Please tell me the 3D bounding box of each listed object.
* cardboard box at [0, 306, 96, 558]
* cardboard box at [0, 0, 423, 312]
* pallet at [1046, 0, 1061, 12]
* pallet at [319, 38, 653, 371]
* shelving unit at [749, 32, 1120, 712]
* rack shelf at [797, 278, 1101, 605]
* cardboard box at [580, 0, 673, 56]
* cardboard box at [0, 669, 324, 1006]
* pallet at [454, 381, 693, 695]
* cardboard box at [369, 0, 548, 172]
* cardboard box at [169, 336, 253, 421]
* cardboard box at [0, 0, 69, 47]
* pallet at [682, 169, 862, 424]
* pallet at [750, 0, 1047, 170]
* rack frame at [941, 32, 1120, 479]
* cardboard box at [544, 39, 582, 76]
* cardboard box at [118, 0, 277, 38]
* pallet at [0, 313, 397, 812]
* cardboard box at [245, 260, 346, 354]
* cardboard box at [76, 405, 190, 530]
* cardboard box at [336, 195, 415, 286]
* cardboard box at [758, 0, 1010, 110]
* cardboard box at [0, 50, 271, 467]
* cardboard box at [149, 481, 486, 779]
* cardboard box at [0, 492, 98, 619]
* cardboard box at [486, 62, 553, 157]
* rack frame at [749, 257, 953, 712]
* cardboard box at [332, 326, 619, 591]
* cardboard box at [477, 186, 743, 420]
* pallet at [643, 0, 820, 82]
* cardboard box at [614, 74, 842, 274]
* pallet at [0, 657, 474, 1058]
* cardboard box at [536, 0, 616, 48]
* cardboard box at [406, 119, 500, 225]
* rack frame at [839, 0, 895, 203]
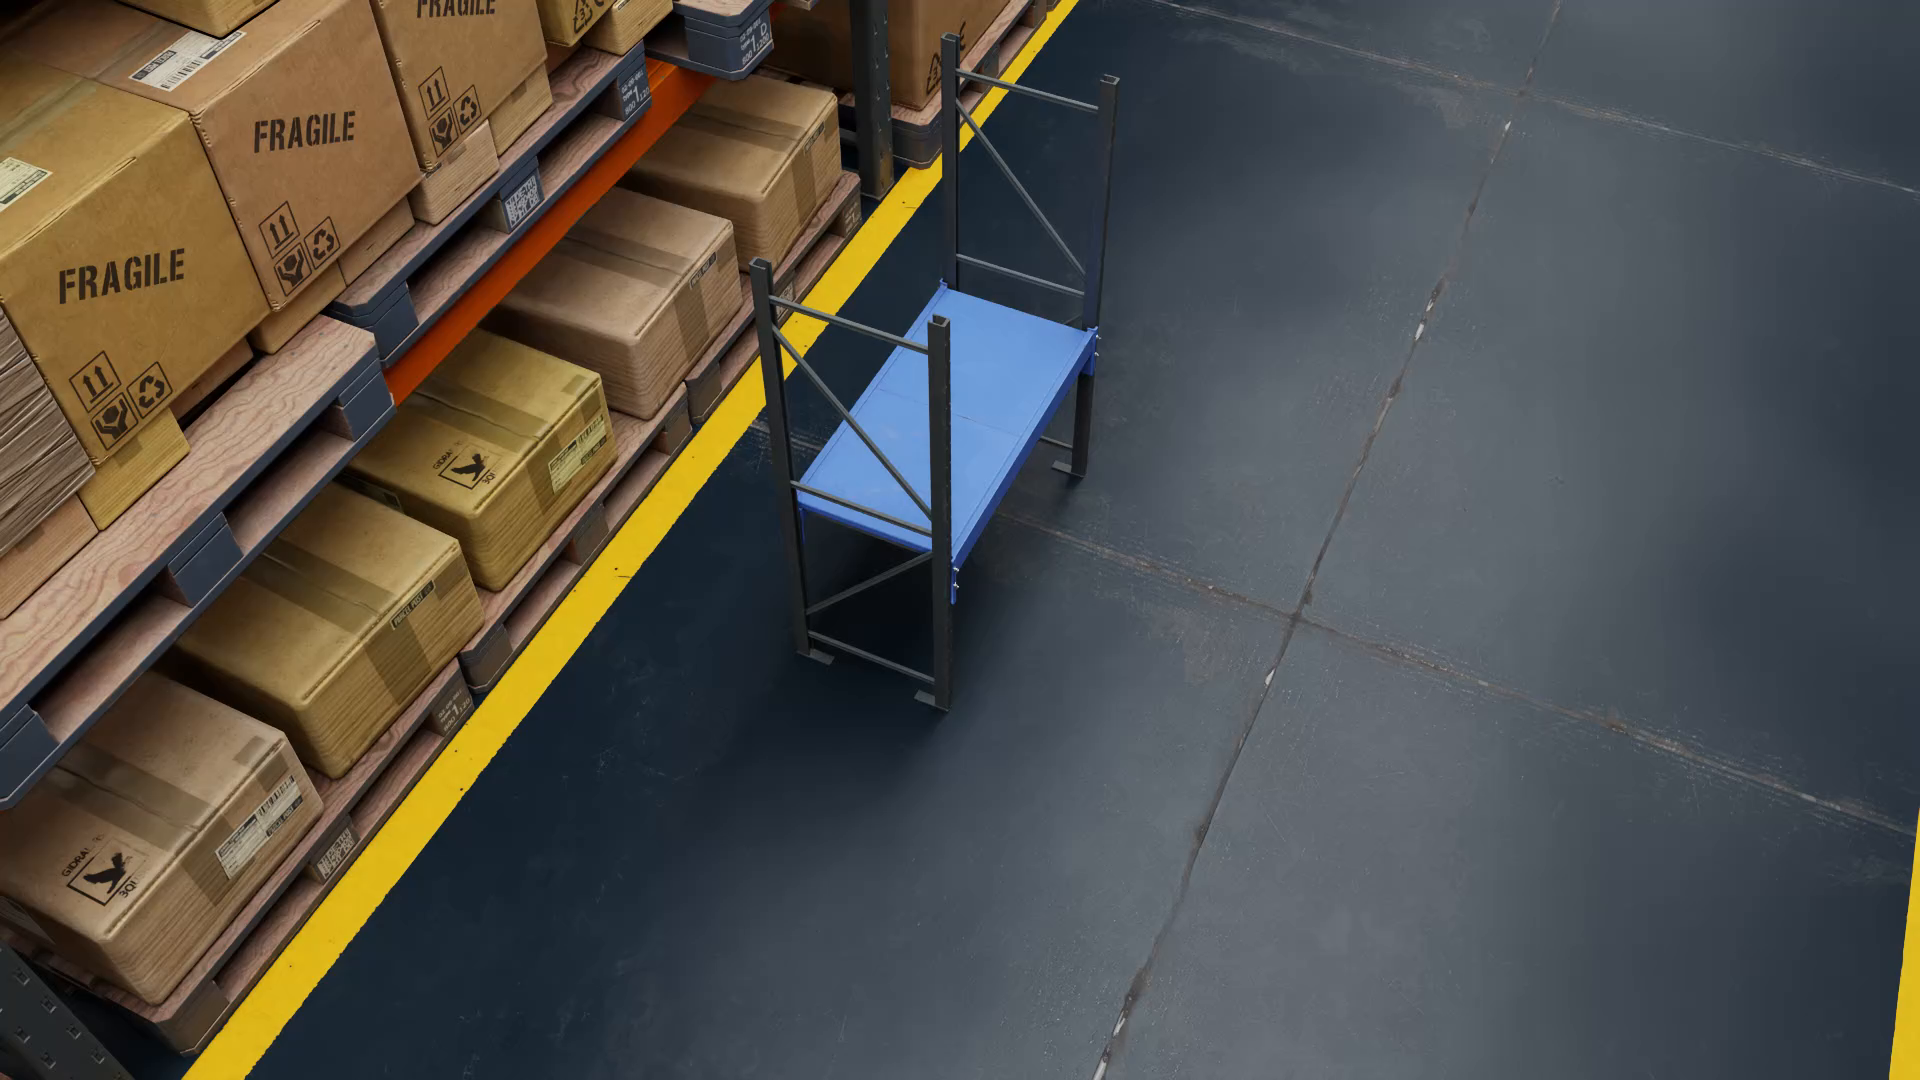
[{"bbox_3d":[-1.980,-0.203,2.917,0.500,0.500,0.500,21,53,17],"label":"cardboard box"},{"bbox_3d":[-1.543,-0.885,3.496,0.500,0.500,0.500,20,52,16],"label":"cardboard box"},{"bbox_3d":[0.197,-2.915,7.592,1.003,0.211,1.213,20,52,16],"label":"pallet"},{"bbox_3d":[-1.539,-1.025,4.278,1.003,0.211,1.213,20,52,16],"label":"pallet"},{"bbox_3d":[-0.036,-0.427,4.629,0.538,1.500,1.048,20,52,16],"label":"shelving unit"},{"bbox_3d":[-0.036,-0.311,4.766,0.538,0.185,1.000,20,52,16],"label":"rack shelf"},{"bbox_3d":[-0.994,-1.455,4.408,0.380,0.149,0.250,21,53,17],"label":"cardboard box"},{"bbox_3d":[-2.218,0.644,4.182,0.950,0.372,0.625,20,53,17],"label":"cardboard box"},{"bbox_3d":[-1.588,-0.185,5.269,1.003,0.211,1.213,20,52,16],"label":"pallet"},{"bbox_3d":[-1.333,-1.242,3.800,0.500,0.500,0.500,18,52,15],"label":"cardboard box"},{"bbox_3d":[-1.751,-0.431,3.536,0.380,0.149,0.250,23,53,18],"label":"cardboard box"},{"bbox_3d":[-2.013,-1.062,3.647,0.500,0.500,0.500,21,53,17],"label":"cardboard box"},{"bbox_3d":[-1.066,-1.022,5.981,1.003,0.211,1.213,20,52,16],"label":"pallet"},{"bbox_3d":[-0.326,-2.078,6.880,1.003,0.211,1.213,20,52,16],"label":"pallet"},{"bbox_3d":[0.181,-0.777,4.927,0.500,1.500,0.032,20,52,16],"label":"rack frame"},{"bbox_3d":[-1.215,-1.323,4.295,0.380,0.149,0.250,20,53,16],"label":"cardboard box"},{"bbox_3d":[-1.548,-1.175,3.317,0.380,0.149,0.250,23,53,18],"label":"cardboard box"},{"bbox_3d":[-1.981,-0.126,3.514,1.003,0.211,1.213,20,52,16],"label":"pallet"},{"bbox_3d":[-1.603,-0.594,3.675,0.380,0.149,0.250,21,53,17],"label":"cardboard box"},{"bbox_3d":[-1.803,-0.211,3.349,0.380,0.149,0.250,21,53,17],"label":"cardboard box"},{"bbox_3d":[-1.496,-0.764,3.820,0.380,0.149,0.250,20,53,16],"label":"cardboard box"},{"bbox_3d":[-0.360,-2.360,6.408,0.875,0.875,0.875,19,52,16],"label":"cardboard box"},{"bbox_3d":[-1.766,-0.549,3.211,0.500,0.500,0.500,20,52,16],"label":"cardboard box"},{"bbox_3d":[-1.913,0.148,4.604,0.950,0.372,0.625,23,53,18],"label":"cardboard box"},{"bbox_3d":[-1.918,-0.042,3.205,0.380,0.149,0.250,21,53,17],"label":"cardboard box"},{"bbox_3d":[-1.248,-1.123,4.125,0.380,0.149,0.250,18,52,15],"label":"cardboard box"},{"bbox_3d":[-0.254,-0.077,4.331,0.500,1.500,0.032,20,52,16],"label":"rack frame"},{"bbox_3d":[-1.618,-0.331,5.012,0.950,0.372,0.625,21,53,17],"label":"cardboard box"},{"bbox_3d":[-1.289,-0.851,5.455,0.950,0.372,0.625,19,52,15],"label":"cardboard box"},{"bbox_3d":[-0.939,-1.876,5.003,1.213,0.211,1.003,20,52,16],"label":"pallet"},{"bbox_3d":[-0.981,-1.362,5.889,0.950,0.372,0.625,17,52,14],"label":"cardboard box"},{"bbox_3d":[-2.108,0.658,4.552,1.003,0.211,1.213,20,52,16],"label":"pallet"},{"bbox_3d":[-1.099,-1.617,4.120,0.500,0.500,0.500,17,52,14],"label":"cardboard box"},{"bbox_3d":[-1.336,-0.930,3.961,0.380,0.149,0.250,22,53,17],"label":"cardboard box"},{"bbox_3d":[-0.730,-2.463,5.377,1.000,3.000,0.127,20,52,16],"label":"rack frame"}]
